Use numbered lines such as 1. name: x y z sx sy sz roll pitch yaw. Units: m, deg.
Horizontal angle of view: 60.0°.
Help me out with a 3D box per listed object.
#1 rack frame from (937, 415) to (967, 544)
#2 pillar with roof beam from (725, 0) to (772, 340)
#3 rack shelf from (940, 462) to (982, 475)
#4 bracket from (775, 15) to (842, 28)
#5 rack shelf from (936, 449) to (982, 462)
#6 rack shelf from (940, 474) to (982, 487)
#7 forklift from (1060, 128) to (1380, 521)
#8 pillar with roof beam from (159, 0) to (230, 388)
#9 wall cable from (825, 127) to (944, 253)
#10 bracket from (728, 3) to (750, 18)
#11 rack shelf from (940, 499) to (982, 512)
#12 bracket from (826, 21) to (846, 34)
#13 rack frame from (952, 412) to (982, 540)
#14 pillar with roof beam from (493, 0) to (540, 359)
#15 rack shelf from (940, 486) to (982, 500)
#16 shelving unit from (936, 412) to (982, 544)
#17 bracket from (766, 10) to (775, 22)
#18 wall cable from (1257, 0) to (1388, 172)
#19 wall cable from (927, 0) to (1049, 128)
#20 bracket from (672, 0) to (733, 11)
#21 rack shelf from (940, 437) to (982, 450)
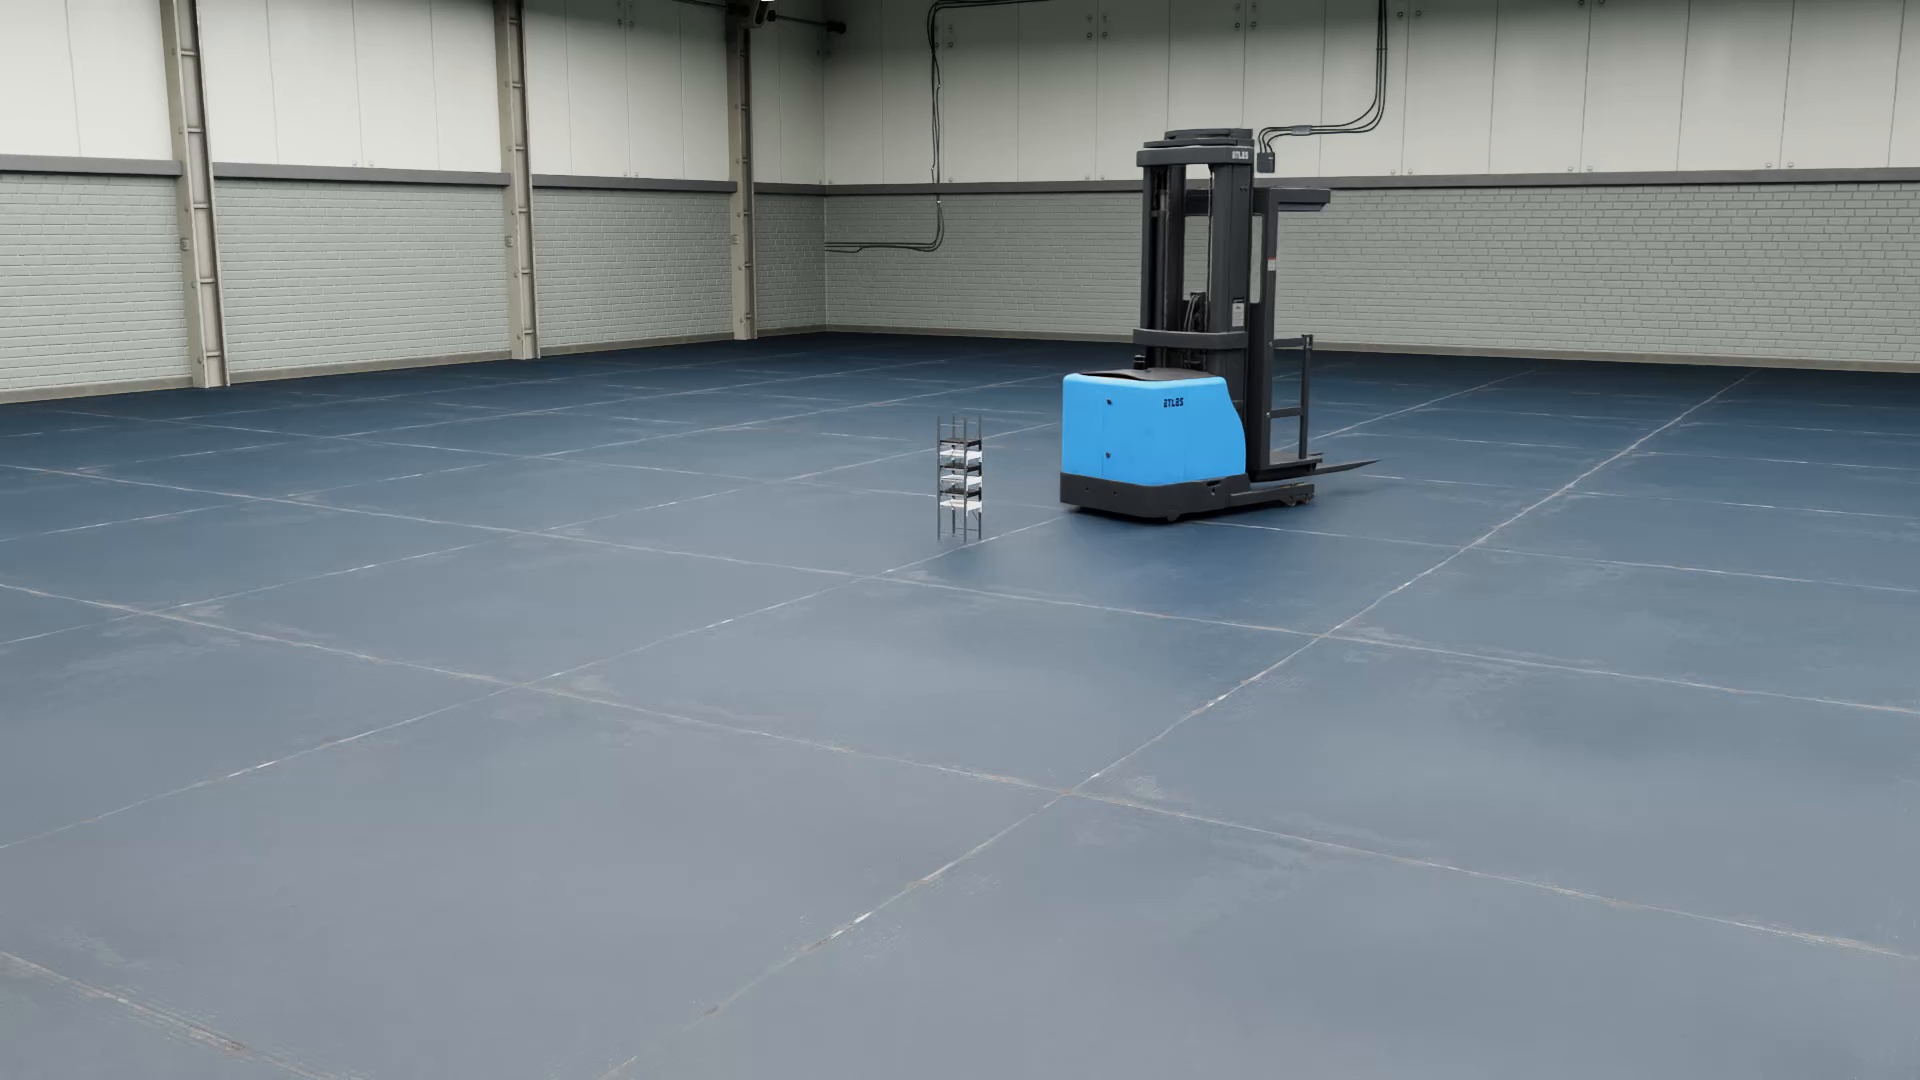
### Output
1. rack frame: -0.057 -0.425 11.694 0.240 0.900 0.006 6 12 31
2. pillar with roof beam: -0.651 -8.068 30.510 9.100 9.000 0.548 6 12 31
3. rack shelf: -0.004 -0.497 11.769 0.258 0.077 0.200 6 12 31
4. bracket: -2.888 -10.560 34.038 0.076 0.066 3.189 6 12 31
5. rack shelf: -0.004 -0.585 11.752 0.258 0.077 0.200 6 12 31
6. rack shelf: -0.004 -0.408 11.785 0.258 0.077 0.200 6 12 31
7. forklift: 2.242 -1.778 13.403 3.031 2.935 1.130 -9 14 -39
8. pillar with roof beam: -6.881 -6.181 20.429 9.100 9.000 0.400 6 12 31
9. wall cable: -1.671 -7.290 34.793 3.097 2.526 0.112 6 12 31
10. bracket: -4.242 -10.149 31.846 0.235 0.232 0.430 6 12 31
11. rack shelf: -0.004 -0.231 11.818 0.258 0.077 0.200 6 12 31
12. bracket: -2.581 -10.653 34.534 0.235 0.232 0.430 6 12 31
13. rack frame: 0.049 -0.457 11.864 0.240 0.900 0.006 6 12 31
14. pillar with roof beam: -3.766 -7.124 25.470 9.100 9.000 0.400 6 12 31
15. rack shelf: -0.004 -0.320 11.802 0.258 0.077 0.200 6 12 31
16. shelving unit: -0.004 -0.441 11.779 0.258 0.900 0.210 6 12 31
17. bracket: -3.811 -10.280 32.544 0.235 0.232 0.430 6 12 31
18. wall cable: 6.435 -9.579 29.336 2.305 6.003 0.169 6 12 31
19. wall cable: 0.641 -9.514 32.948 3.097 2.526 0.112 6 12 31
20. bracket: -5.580 -9.744 29.682 0.076 0.066 4.783 6 12 31
21. rack shelf: -0.004 -0.674 11.736 0.258 0.077 0.200 6 12 31
